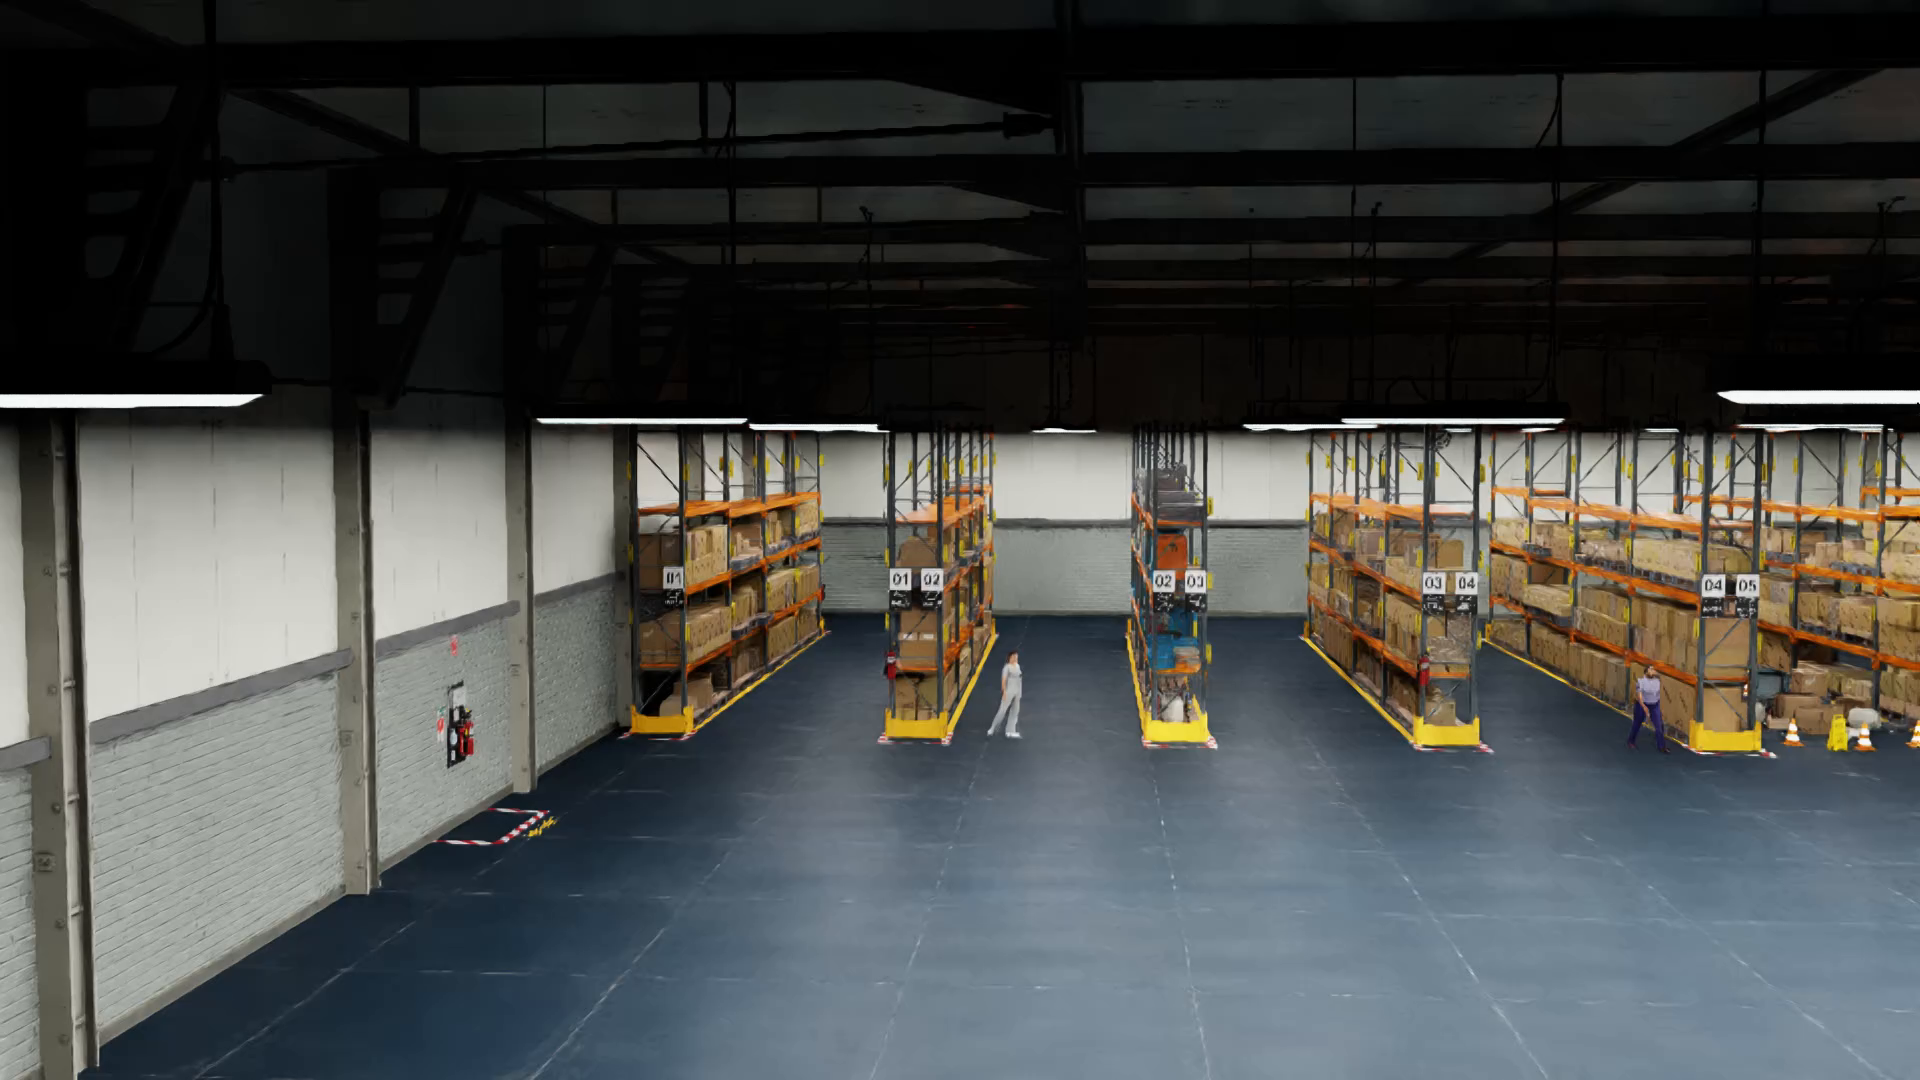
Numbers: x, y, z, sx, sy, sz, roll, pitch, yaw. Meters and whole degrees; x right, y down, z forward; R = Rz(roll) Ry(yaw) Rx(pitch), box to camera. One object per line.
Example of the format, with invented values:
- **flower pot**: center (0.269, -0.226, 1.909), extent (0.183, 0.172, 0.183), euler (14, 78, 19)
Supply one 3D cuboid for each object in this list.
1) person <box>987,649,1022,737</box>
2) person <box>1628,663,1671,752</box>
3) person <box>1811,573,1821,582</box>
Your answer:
- **person**: center (0.851, 2.898, 31.496), extent (0.651, 1.665, 0.494), euler (-3, 5, -37)
- **person**: center (12.441, 3.015, 30.080), extent (0.478, 1.580, 1.000), euler (0, 4, -4)
- **person**: center (25.167, 1.789, 48.997), extent (0.579, 1.665, 0.950), euler (2, 4, 25)
